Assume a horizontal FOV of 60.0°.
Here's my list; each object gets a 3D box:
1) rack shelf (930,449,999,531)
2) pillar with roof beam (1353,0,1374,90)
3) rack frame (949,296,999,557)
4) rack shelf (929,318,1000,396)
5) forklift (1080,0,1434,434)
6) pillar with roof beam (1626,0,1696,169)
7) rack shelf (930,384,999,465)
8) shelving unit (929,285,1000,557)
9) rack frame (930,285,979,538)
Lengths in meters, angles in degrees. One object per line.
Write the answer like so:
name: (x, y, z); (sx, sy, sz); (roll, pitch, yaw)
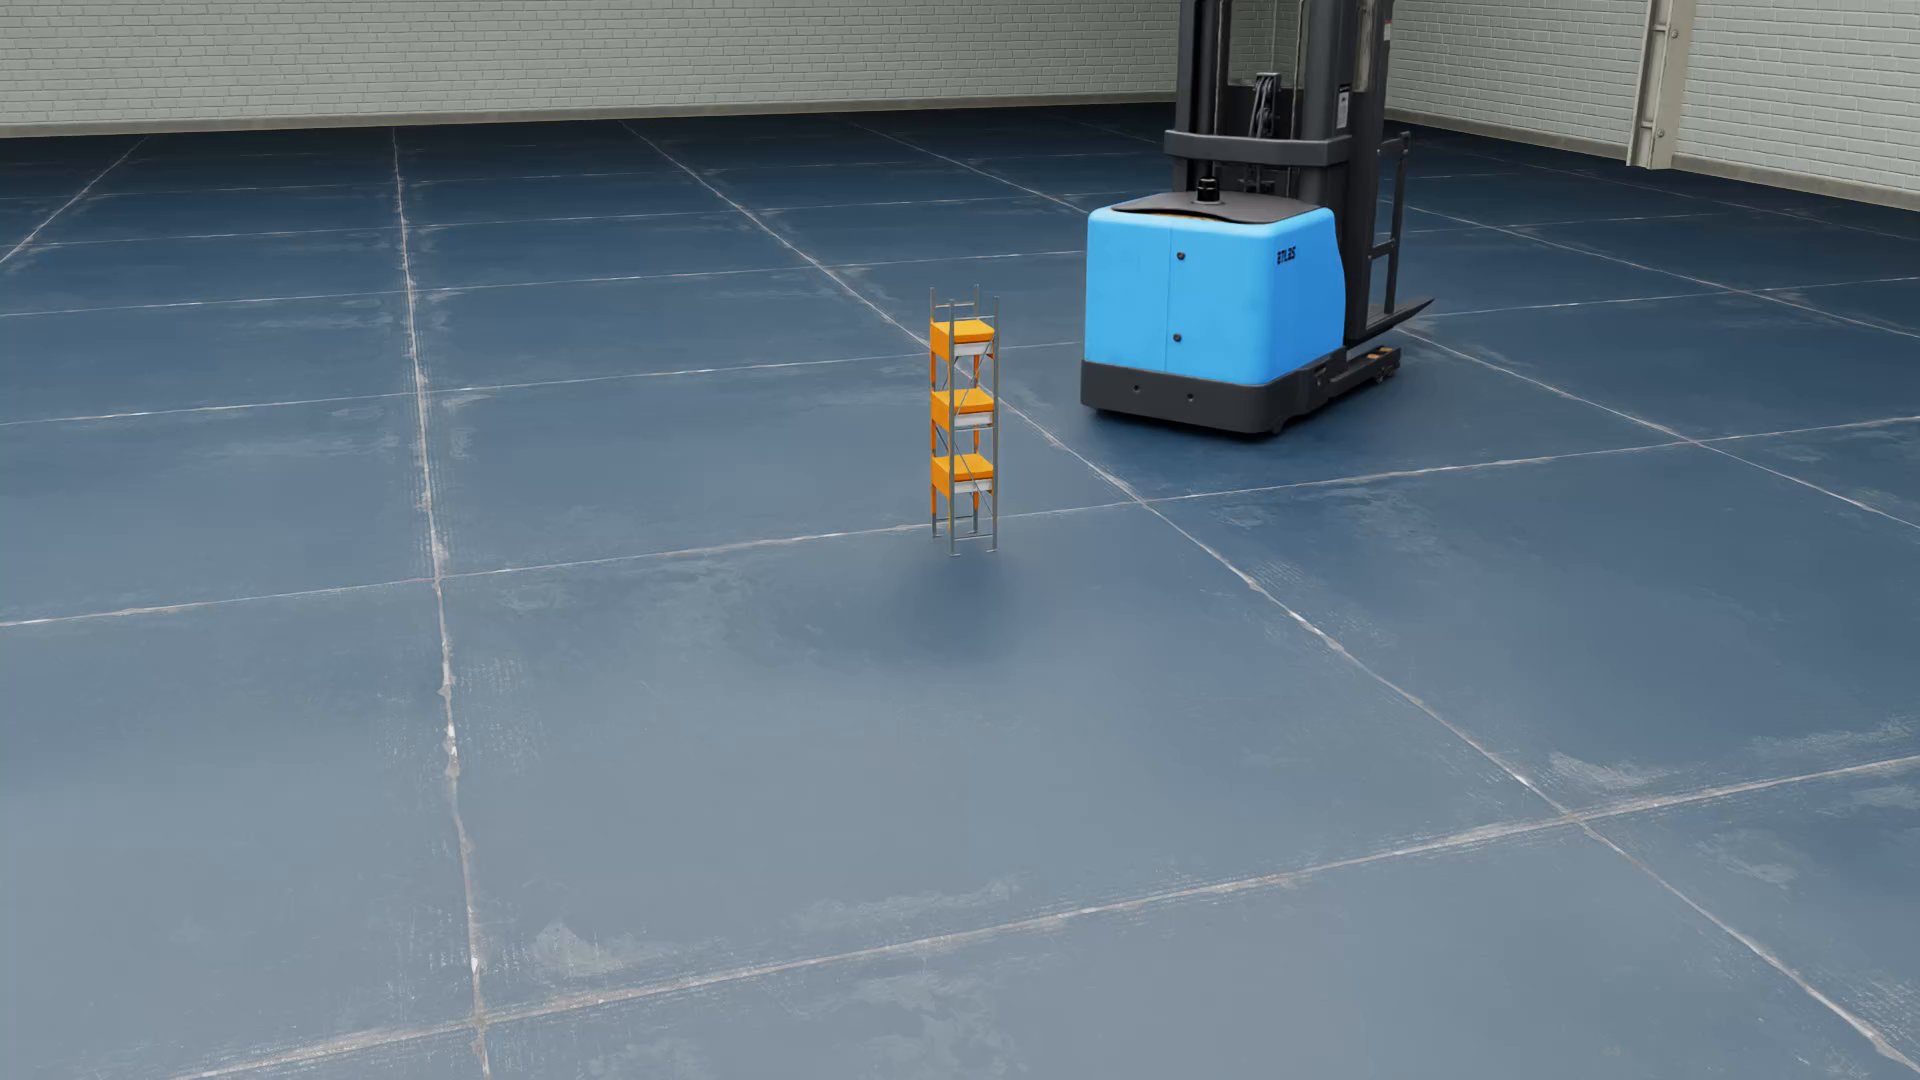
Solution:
rack shelf: (0.017, -0.205, 6.789); (0.215, 0.259, 0.240); (-6, 21, -17)
pillar with roof beam: (1.670, -9.843, 21.009); (9.100, 9.000, 0.400); (-6, 21, -17)
rack frame: (0.055, -0.438, 6.582); (0.200, 1.050, 0.008); (-6, 21, -17)
rack shelf: (0.017, -0.734, 6.599); (0.215, 0.259, 0.240); (-6, 21, -17)
forklift: (1.874, -2.344, 9.107); (1.130, 2.935, 3.031); (13, 23, 32)
pillar with roof beam: (3.556, -7.918, 15.649); (9.100, 9.000, 0.400); (-6, 21, -17)
rack shelf: (0.017, -0.467, 6.695); (0.215, 0.259, 0.240); (-6, 21, -17)
shelving unit: (0.017, -0.477, 6.691); (0.215, 1.050, 0.252); (-6, 21, -17)
rack frame: (-0.022, -0.516, 6.800); (0.200, 1.050, 0.008); (-6, 21, -17)
